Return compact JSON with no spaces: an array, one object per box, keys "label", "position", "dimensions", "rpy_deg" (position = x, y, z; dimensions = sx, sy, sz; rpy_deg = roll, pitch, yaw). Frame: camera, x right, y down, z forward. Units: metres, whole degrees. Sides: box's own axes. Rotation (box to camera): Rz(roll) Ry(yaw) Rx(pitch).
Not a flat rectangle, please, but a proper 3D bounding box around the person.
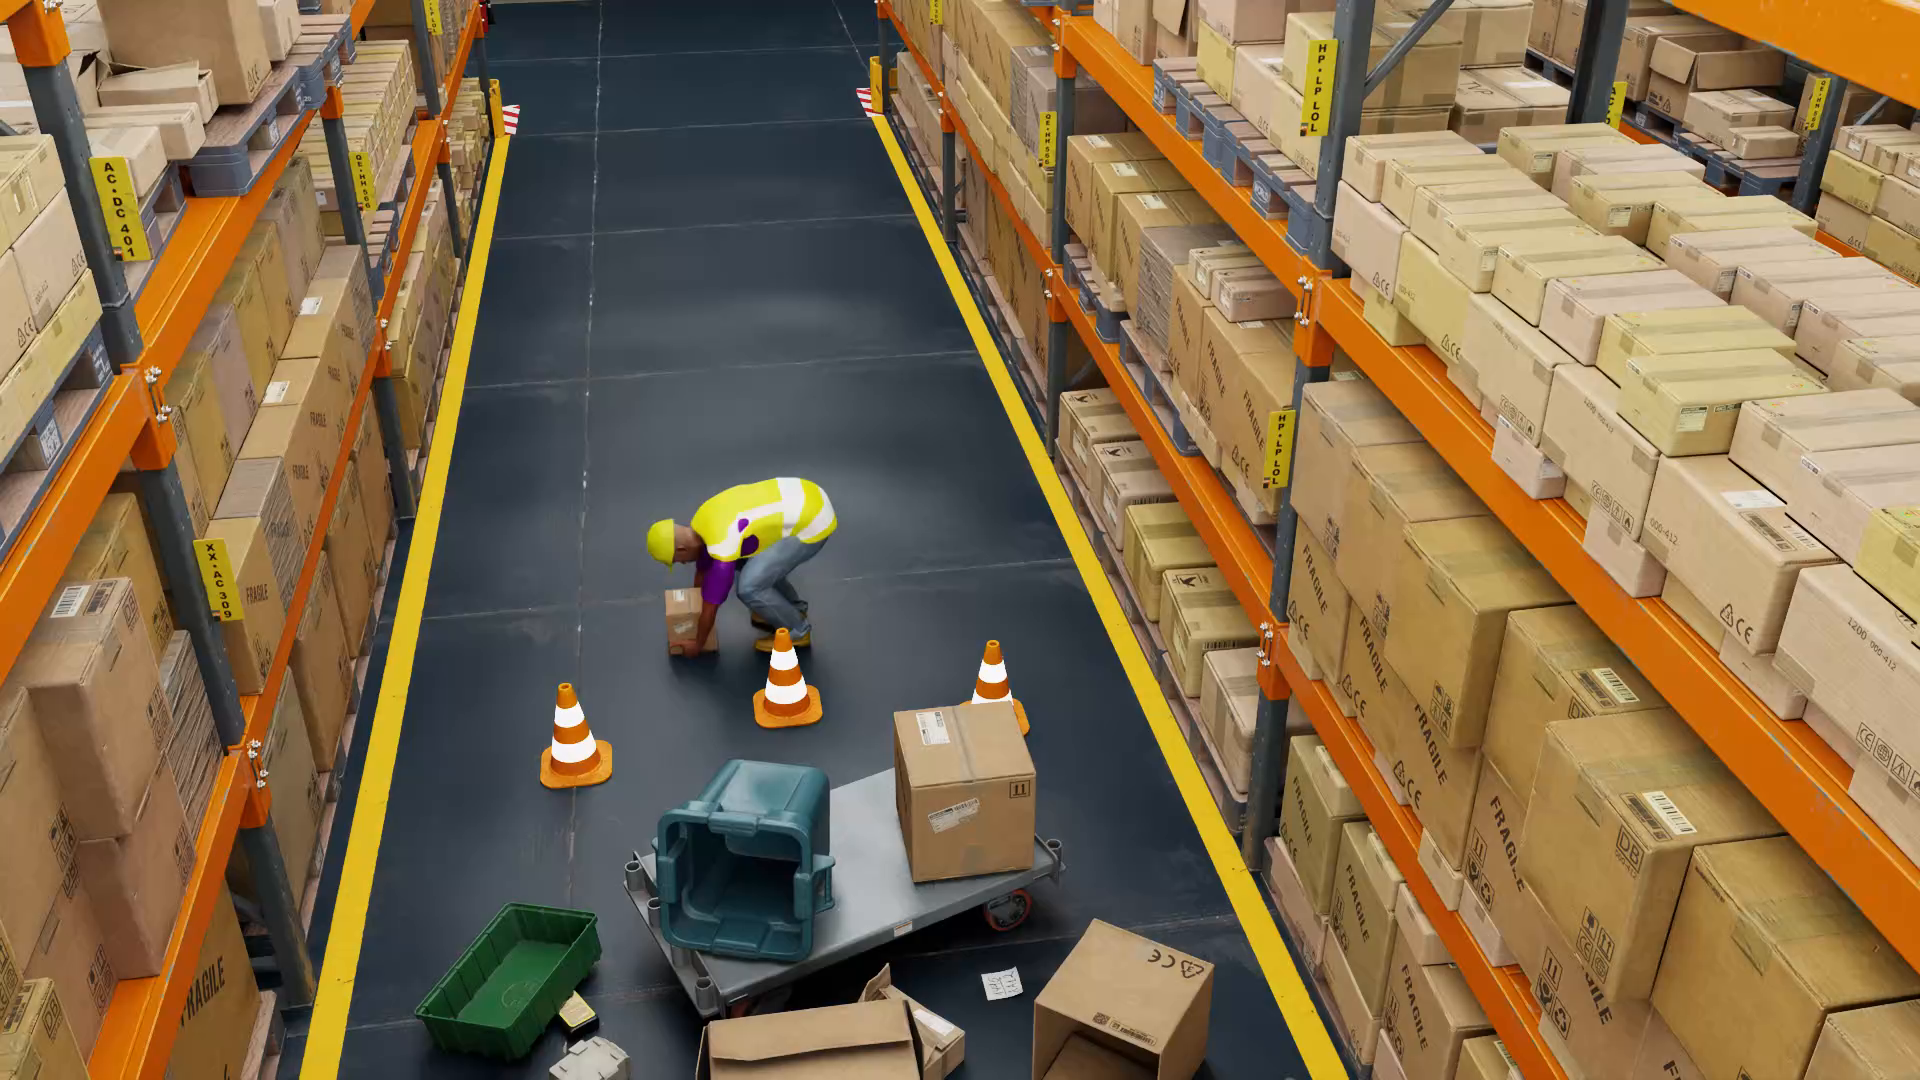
[{"label":"person","position":[-1.130,0.138,8.737],"dimensions":[0.977,0.907,0.510],"rpy_deg":[-7,31,-11]}]
